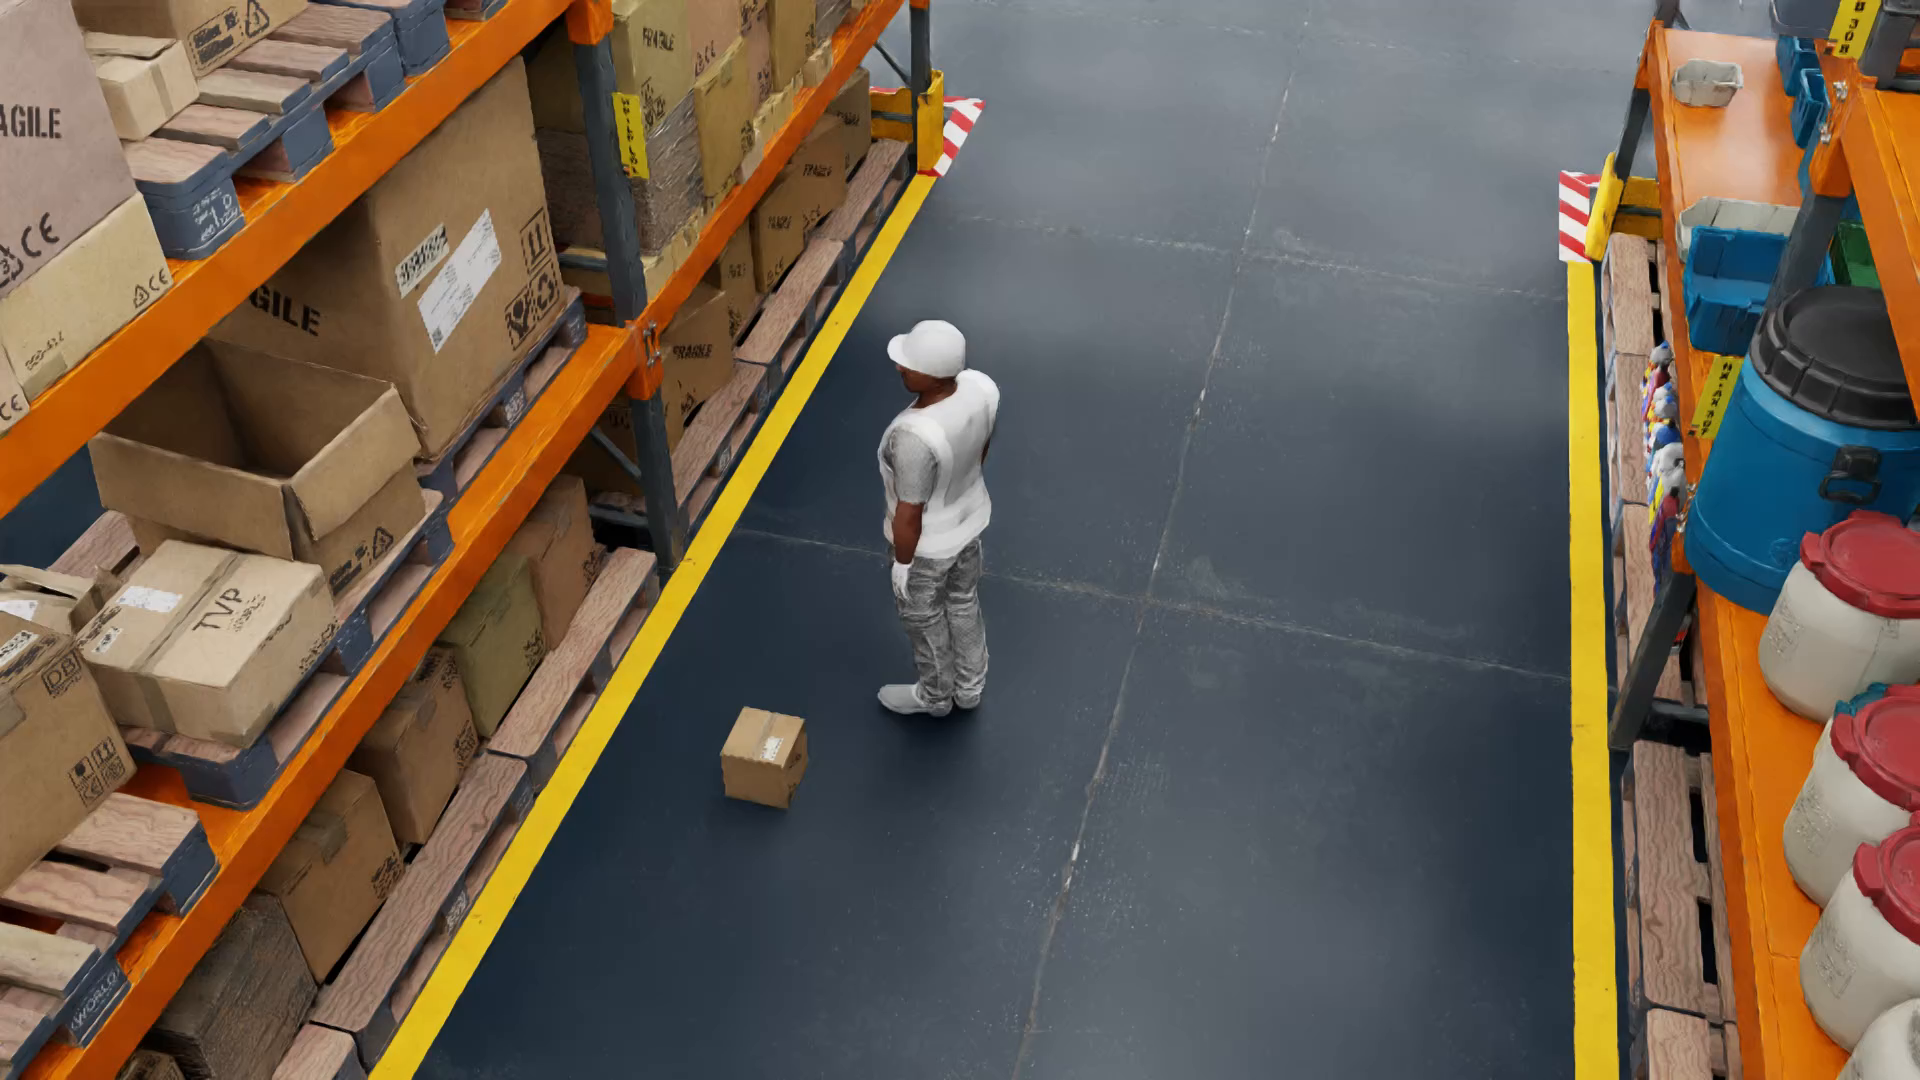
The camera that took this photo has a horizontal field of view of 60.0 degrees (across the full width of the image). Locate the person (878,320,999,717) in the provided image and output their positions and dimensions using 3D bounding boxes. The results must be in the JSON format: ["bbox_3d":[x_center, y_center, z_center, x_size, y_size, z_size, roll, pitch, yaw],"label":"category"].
[{"bbox_3d":[-0.088,-0.049,6.168,0.378,1.781,0.594,25,47,26],"label":"person"}]
